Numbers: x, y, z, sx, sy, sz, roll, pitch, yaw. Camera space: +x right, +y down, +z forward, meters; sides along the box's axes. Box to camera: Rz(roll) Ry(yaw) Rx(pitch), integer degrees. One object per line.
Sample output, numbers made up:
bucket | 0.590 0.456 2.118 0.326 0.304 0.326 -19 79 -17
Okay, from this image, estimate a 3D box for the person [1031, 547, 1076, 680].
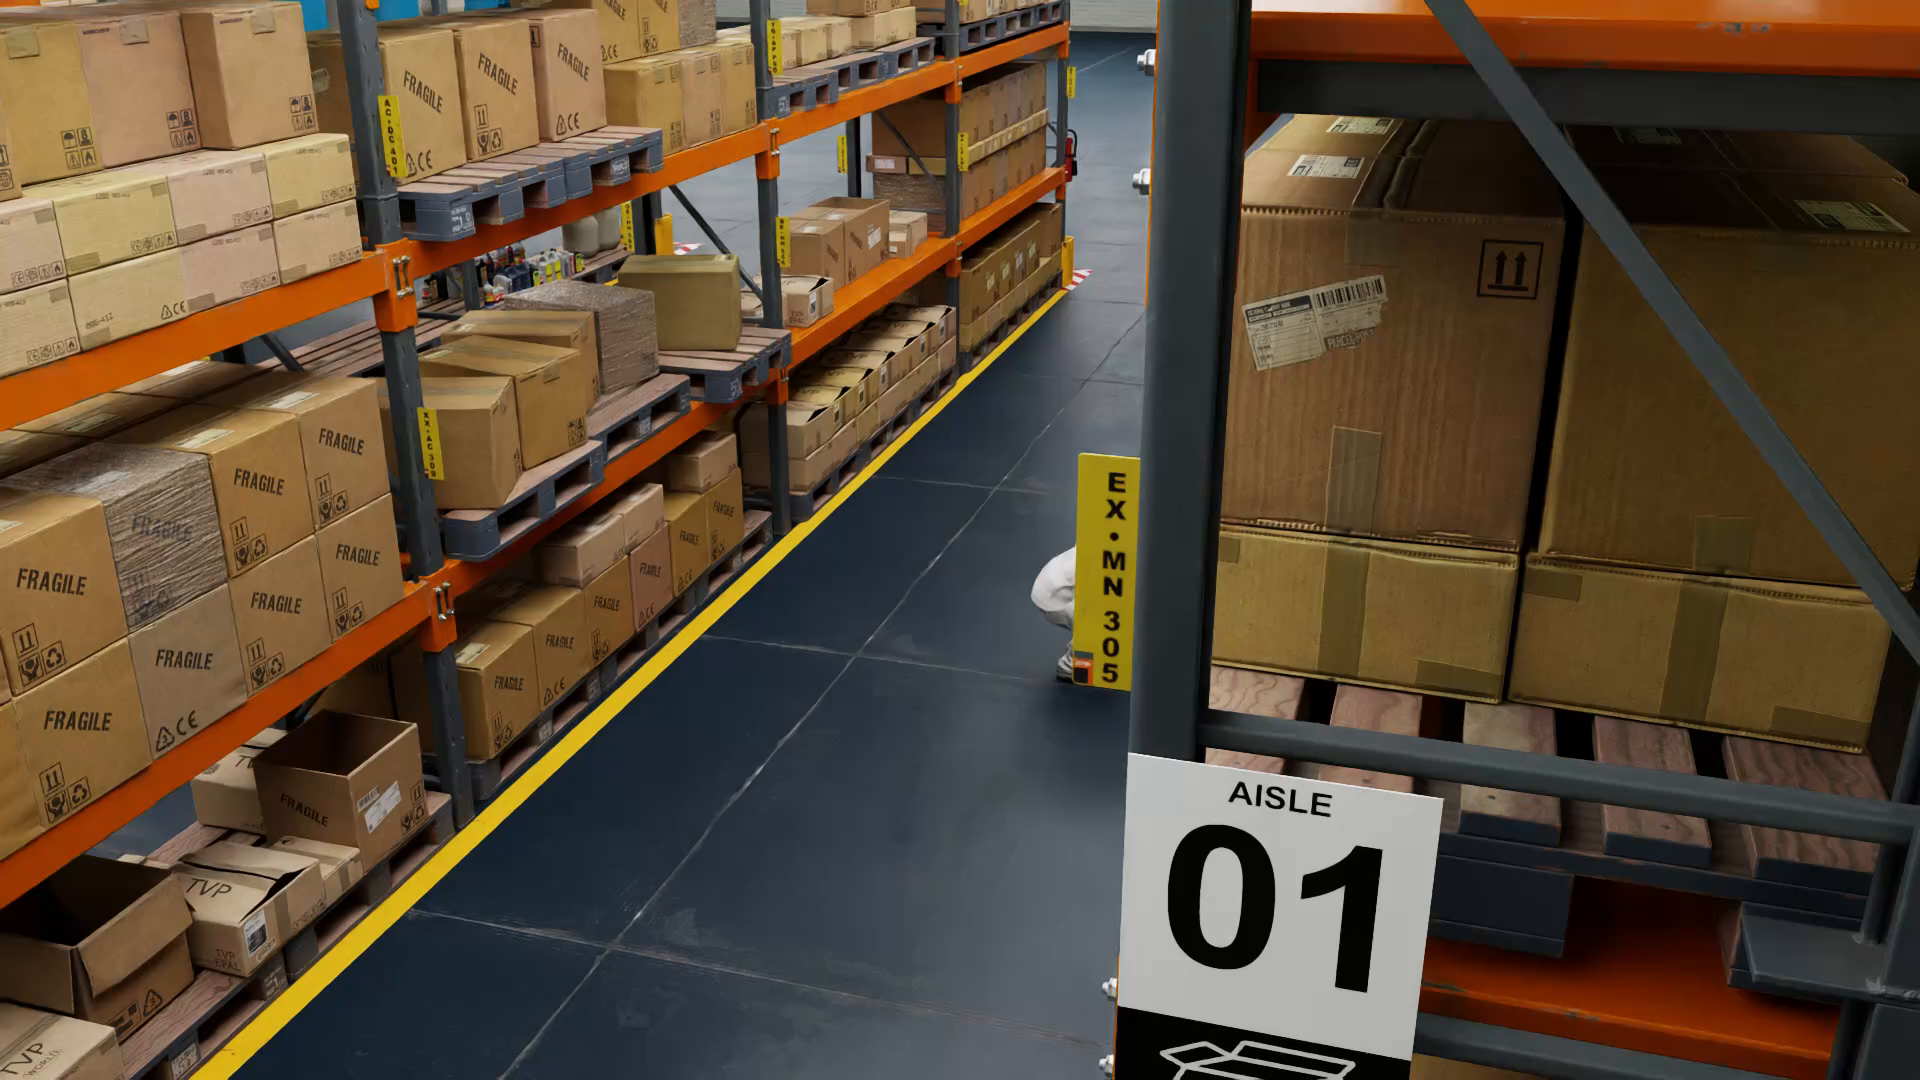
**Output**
person | 0.856 0.337 9.409 0.887 0.907 0.570 6 23 16
